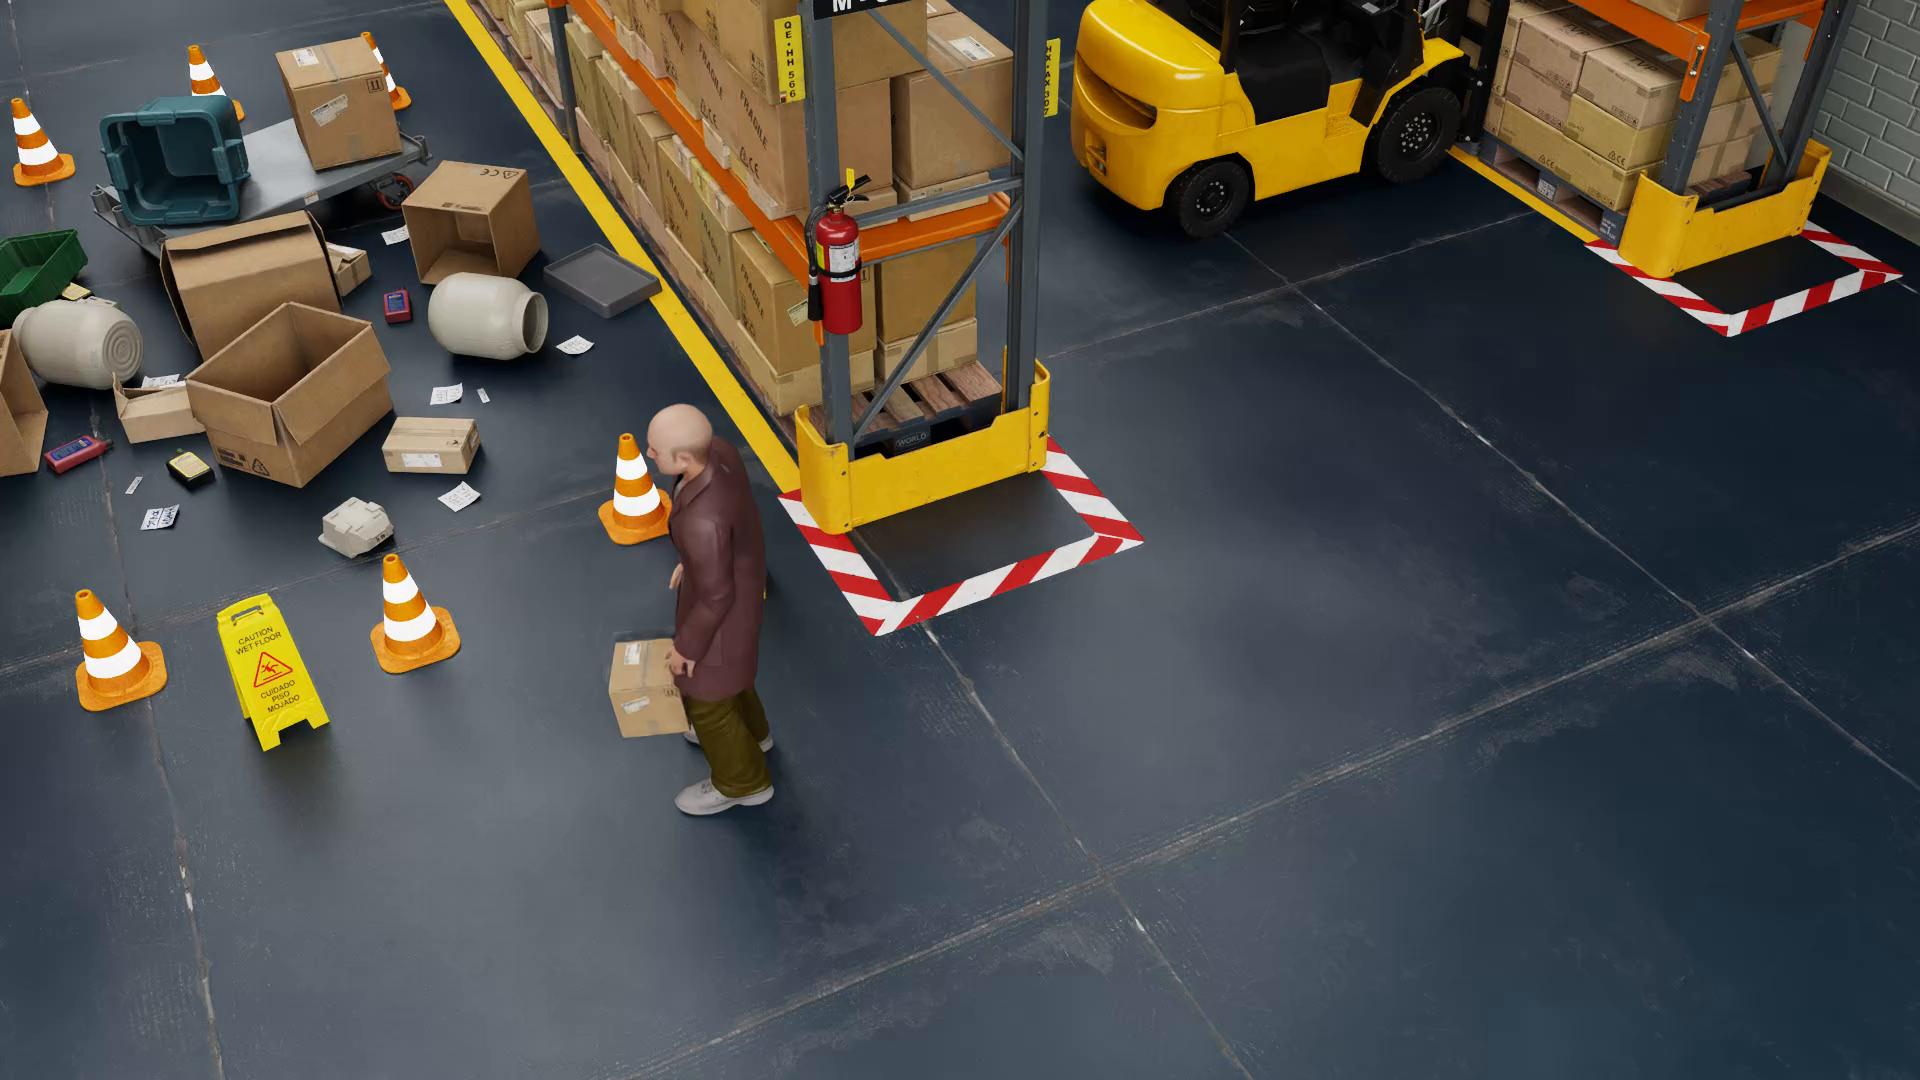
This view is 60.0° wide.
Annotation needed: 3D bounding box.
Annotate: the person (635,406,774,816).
[{"bbox_3d":[-0.885,0.249,5.880,0.419,1.774,0.645,-2,41,-2],"label":"person"}]
